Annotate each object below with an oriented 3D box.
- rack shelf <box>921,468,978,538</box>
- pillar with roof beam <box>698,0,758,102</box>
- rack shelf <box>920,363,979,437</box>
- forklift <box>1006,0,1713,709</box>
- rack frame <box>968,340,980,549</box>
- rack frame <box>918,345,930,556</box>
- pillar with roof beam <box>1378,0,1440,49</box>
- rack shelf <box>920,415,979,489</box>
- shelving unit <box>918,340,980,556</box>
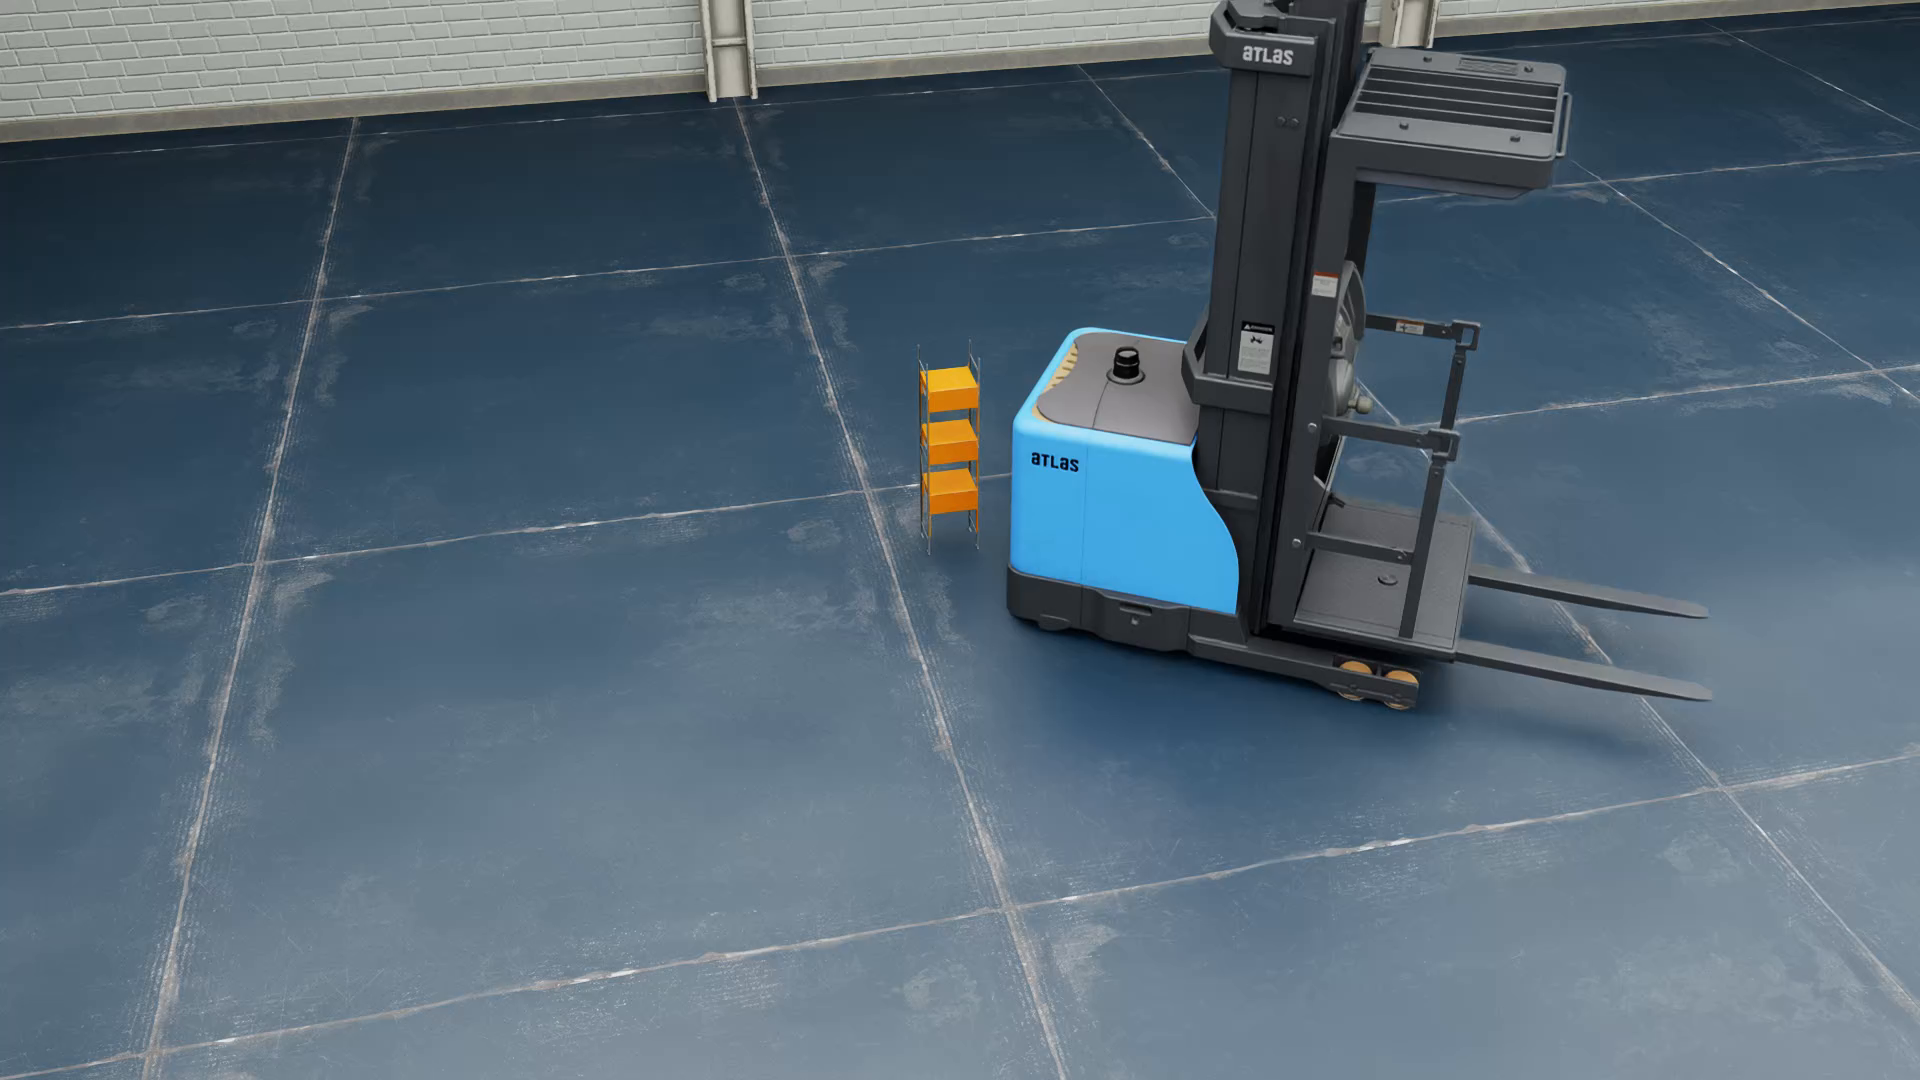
[{"bbox_3d":[-0.052,-0.190,8.108,0.240,0.259,0.215,-7,35,-11],"label":"rack shelf"},{"bbox_3d":[-0.935,-5.083,7.749,0.400,9.000,9.100,-7,35,-11],"label":"pillar with roof beam"},{"bbox_3d":[-0.052,-0.656,7.795,0.240,0.259,0.215,-7,35,-11],"label":"rack shelf"},{"bbox_3d":[1.788,-0.822,6.845,3.031,2.935,1.130,11,35,16],"label":"forklift"},{"bbox_3d":[0.067,-0.444,7.970,0.008,1.050,0.200,-7,35,-11],"label":"rack frame"},{"bbox_3d":[-0.171,-0.414,7.925,0.008,1.050,0.200,-7,35,-11],"label":"rack frame"},{"bbox_3d":[4.917,-5.821,8.848,0.400,9.000,9.100,-7,35,-11],"label":"pillar with roof beam"},{"bbox_3d":[-0.052,-0.421,7.954,0.240,0.259,0.215,-7,35,-11],"label":"rack shelf"},{"bbox_3d":[-0.052,-0.429,7.948,0.252,1.050,0.215,-7,35,-11],"label":"shelving unit"}]
